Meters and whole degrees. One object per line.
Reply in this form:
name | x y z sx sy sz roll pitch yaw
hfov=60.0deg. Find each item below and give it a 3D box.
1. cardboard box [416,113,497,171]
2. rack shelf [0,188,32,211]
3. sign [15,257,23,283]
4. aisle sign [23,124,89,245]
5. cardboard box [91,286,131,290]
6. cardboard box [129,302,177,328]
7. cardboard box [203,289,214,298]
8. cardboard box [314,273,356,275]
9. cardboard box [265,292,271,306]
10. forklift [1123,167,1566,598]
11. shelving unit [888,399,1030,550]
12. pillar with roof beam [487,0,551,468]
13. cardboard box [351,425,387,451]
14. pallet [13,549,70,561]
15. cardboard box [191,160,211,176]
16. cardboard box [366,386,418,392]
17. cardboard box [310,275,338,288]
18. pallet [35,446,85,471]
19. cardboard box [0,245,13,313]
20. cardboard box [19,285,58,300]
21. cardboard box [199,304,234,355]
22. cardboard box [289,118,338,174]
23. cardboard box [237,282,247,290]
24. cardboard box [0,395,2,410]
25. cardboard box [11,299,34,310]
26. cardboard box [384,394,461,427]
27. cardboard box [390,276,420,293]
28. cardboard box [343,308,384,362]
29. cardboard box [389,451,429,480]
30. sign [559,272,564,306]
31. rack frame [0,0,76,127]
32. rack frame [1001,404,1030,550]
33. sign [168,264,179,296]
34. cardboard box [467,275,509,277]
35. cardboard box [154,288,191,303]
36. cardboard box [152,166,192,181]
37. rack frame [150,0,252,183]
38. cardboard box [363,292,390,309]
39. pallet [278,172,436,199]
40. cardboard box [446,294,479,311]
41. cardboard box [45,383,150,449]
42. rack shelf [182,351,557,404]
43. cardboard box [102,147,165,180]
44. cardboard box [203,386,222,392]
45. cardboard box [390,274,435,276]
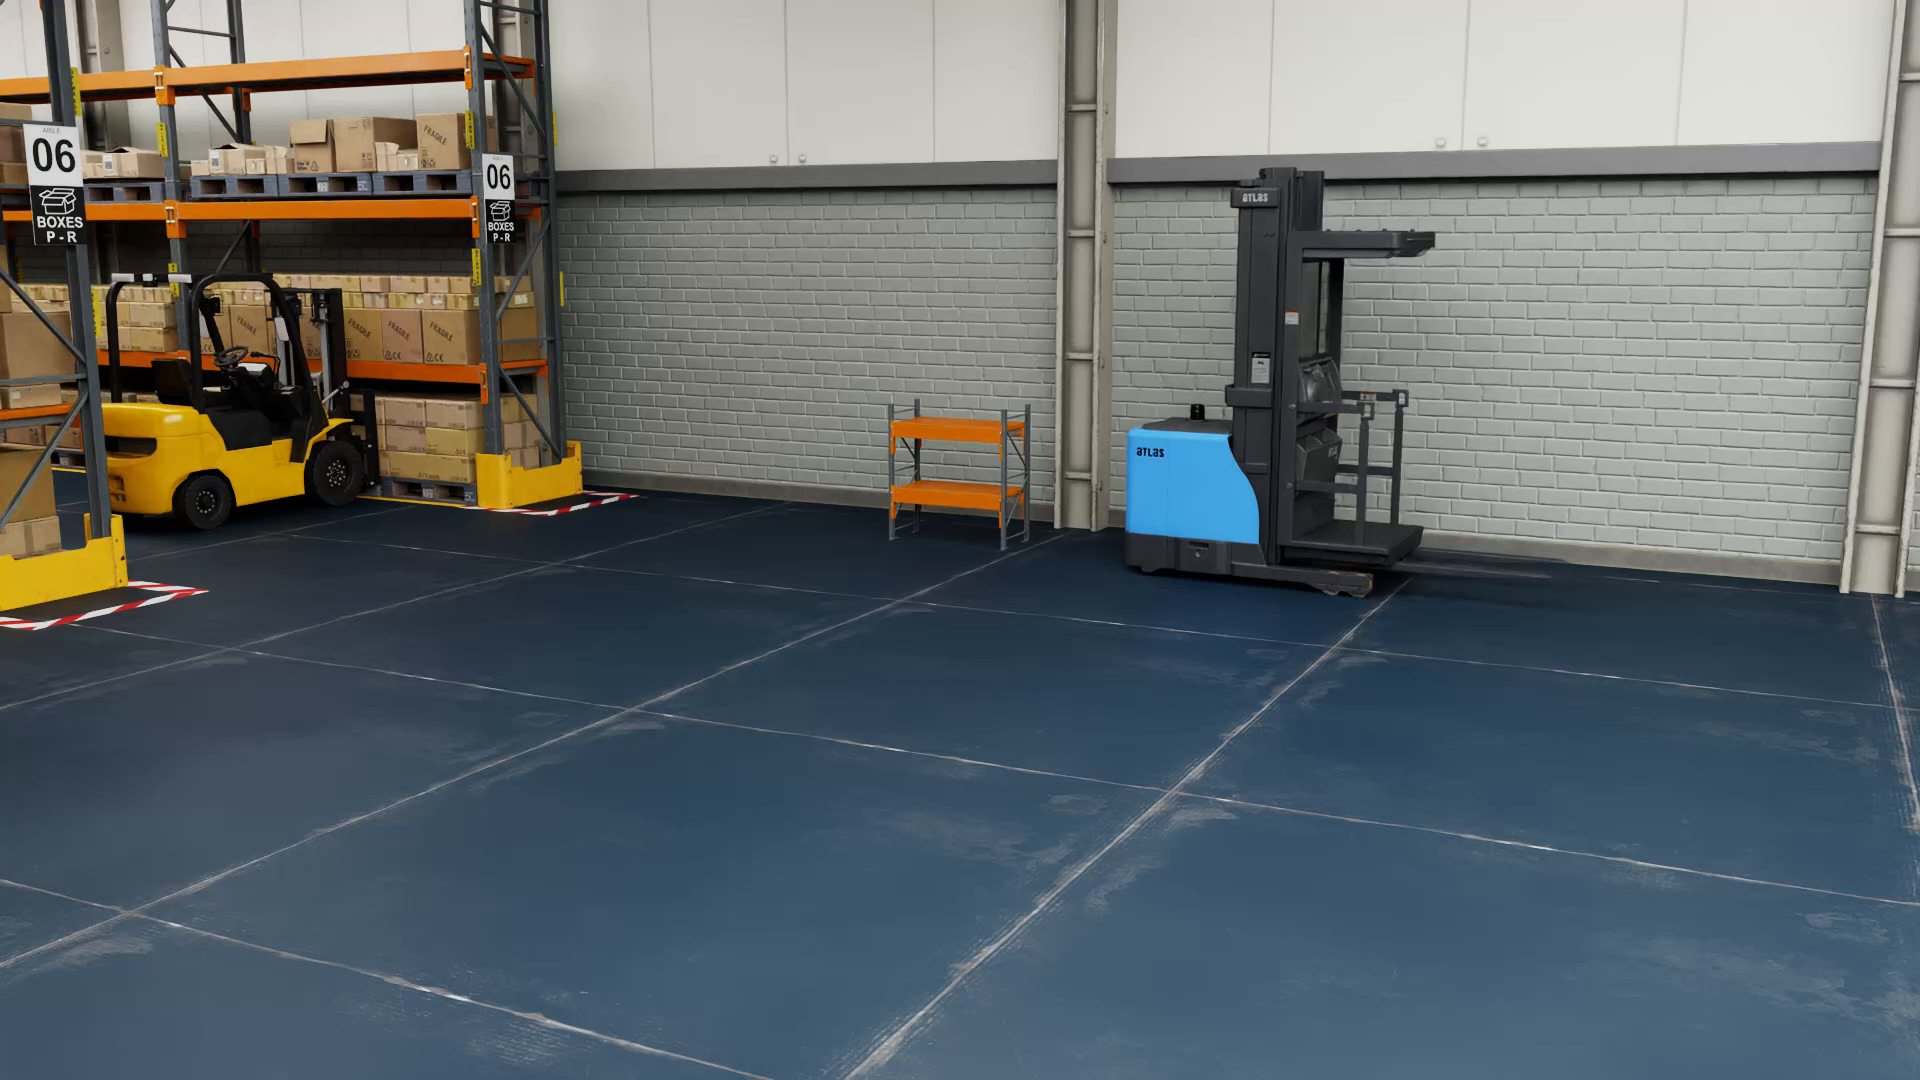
cardboard box | -4.609 -3.640 15.258 0.500 0.500 0.500 5 12 28
rack shelf | -8.091 -2.350 11.888 4.000 0.370 1.077 5 11 26
sign | -11.036 -3.152 19.474 0.005 0.325 0.100 5 11 26
aisle sign | -6.105 -2.394 11.236 0.004 0.787 0.394 5 11 26
cardboard box | -9.034 -2.614 17.646 0.250 0.149 0.380 5 11 24
cardboard box | -8.245 -2.348 17.301 0.500 0.250 0.500 5 11 25
cardboard box | -7.522 -2.480 16.906 0.250 0.149 0.380 5 11 25
cardboard box | -6.346 -2.638 16.945 0.250 0.149 0.380 5 11 25
cardboard box | -6.620 -2.391 16.418 0.250 0.149 0.380 5 11 25
forklift | 2.760 -1.150 11.853 3.031 2.935 1.130 5 12 28
shelving unit | -0.006 -0.554 13.633 1.048 1.125 0.538 5 11 26
pillar with roof beam | -6.235 -4.326 12.368 0.400 9.000 9.100 5 11 26
cardboard box | -5.597 -1.030 16.135 0.500 0.250 0.500 5 11 25
pallet | -7.078 0.226 11.887 1.213 0.211 1.003 5 11 26
cardboard box | -7.424 -3.703 16.589 0.250 0.149 0.380 5 12 27
cardboard box | -5.802 -1.398 16.768 0.500 0.250 0.500 5 11 25
cardboard box | -6.115 -2.515 16.266 0.250 0.149 0.380 5 11 26
pallet | -9.468 -0.954 18.409 1.213 0.211 1.003 5 11 26
cardboard box | -6.852 -1.763 11.126 0.500 0.500 0.700 5 11 24
cardboard box | -9.961 -2.690 18.067 0.250 0.149 0.380 5 12 27
cardboard box | -7.409 -2.151 16.911 0.500 0.500 0.500 5 11 24
cardboard box | -5.991 -3.791 16.080 0.637 0.503 0.797 5 12 28
cardboard box | -7.030 -2.596 16.713 0.250 0.149 0.380 5 11 25
cardboard box | -6.727 -0.942 11.217 0.250 0.149 0.380 5 12 28
cardboard box | -10.079 -2.508 18.183 0.500 0.250 0.500 5 11 24
cardboard box | -5.116 -1.235 15.863 0.500 0.250 0.500 5 12 27
cardboard box | -5.191 -2.435 15.823 0.250 0.149 0.380 5 11 26
cardboard box | -5.583 -1.992 16.033 0.500 0.500 0.500 5 11 25
cardboard box | -5.107 -0.744 15.960 0.500 0.250 0.500 5 11 26
sign | -3.854 -2.416 16.005 0.005 0.325 0.100 5 11 26
rack frame | -6.297 -4.022 10.686 0.127 3.000 1.000 5 11 26
rack frame | 0.450 -0.514 13.412 0.032 1.125 0.500 5 11 26
sign | -7.923 -2.622 16.765 0.005 0.325 0.100 5 11 26
cardboard box | -4.522 -2.469 16.015 0.250 0.149 0.380 5 12 28
cardboard box | -8.096 -2.538 17.230 0.250 0.149 0.380 5 12 28
cardboard box | -8.366 -3.885 17.596 0.250 0.149 0.380 5 11 26
rack frame | -7.692 -5.130 16.810 0.127 3.000 1.000 5 11 26
cardboard box | -5.465 -2.295 15.884 0.250 0.149 0.380 5 11 24
pallet | -5.825 -3.451 16.204 1.213 0.211 1.003 5 11 26
cardboard box | -4.539 -2.214 15.439 0.250 0.149 0.380 5 11 27
cardboard box | -9.532 -1.377 18.405 0.625 0.625 0.875 5 11 23
rack shelf | -5.898 -1.667 16.537 4.000 0.370 1.077 5 11 26
cardboard box | -8.449 -3.885 17.138 0.500 0.311 0.500 5 11 24
cardboard box | -7.397 -1.436 16.975 0.500 0.250 0.500 5 11 25
cardboard box | -5.428 -2.558 16.505 0.250 0.149 0.380 5 11 24
